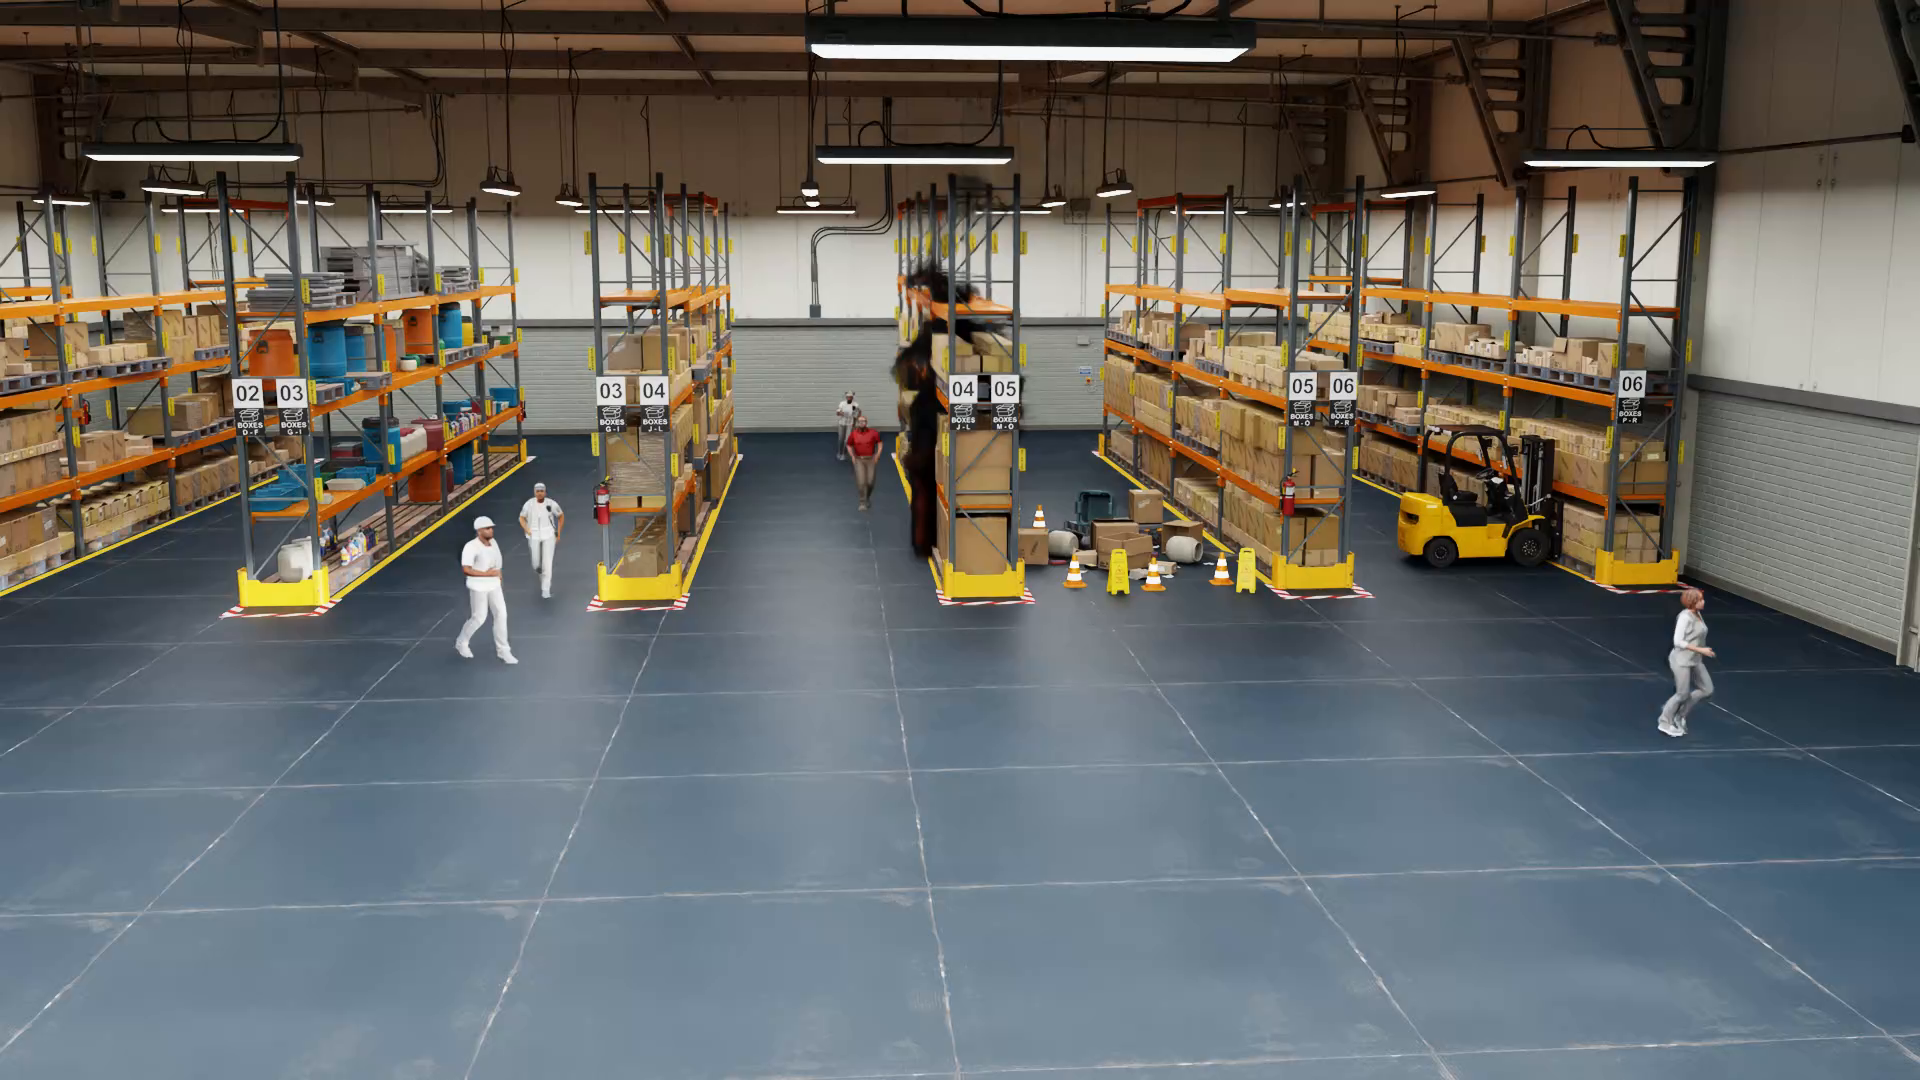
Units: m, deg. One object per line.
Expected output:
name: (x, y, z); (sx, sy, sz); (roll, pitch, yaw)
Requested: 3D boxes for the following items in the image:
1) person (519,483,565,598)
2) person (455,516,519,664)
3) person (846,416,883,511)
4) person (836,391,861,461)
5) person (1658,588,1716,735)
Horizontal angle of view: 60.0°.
person: (-6.079, -0.018, 24.200); (0.644, 1.656, 0.679); (-1, 10, -5)
person: (-5.779, 0.606, 20.185); (0.835, 1.814, 0.721); (5, 11, 25)
person: (-1.732, -1.392, 30.119); (0.661, 1.710, 0.510); (0, 10, -2)
person: (-2.662, -2.696, 39.320); (0.607, 1.683, 0.690); (1, 10, 6)
person: (7.462, 1.261, 17.003); (0.536, 1.565, 0.585); (-9, 13, -40)
